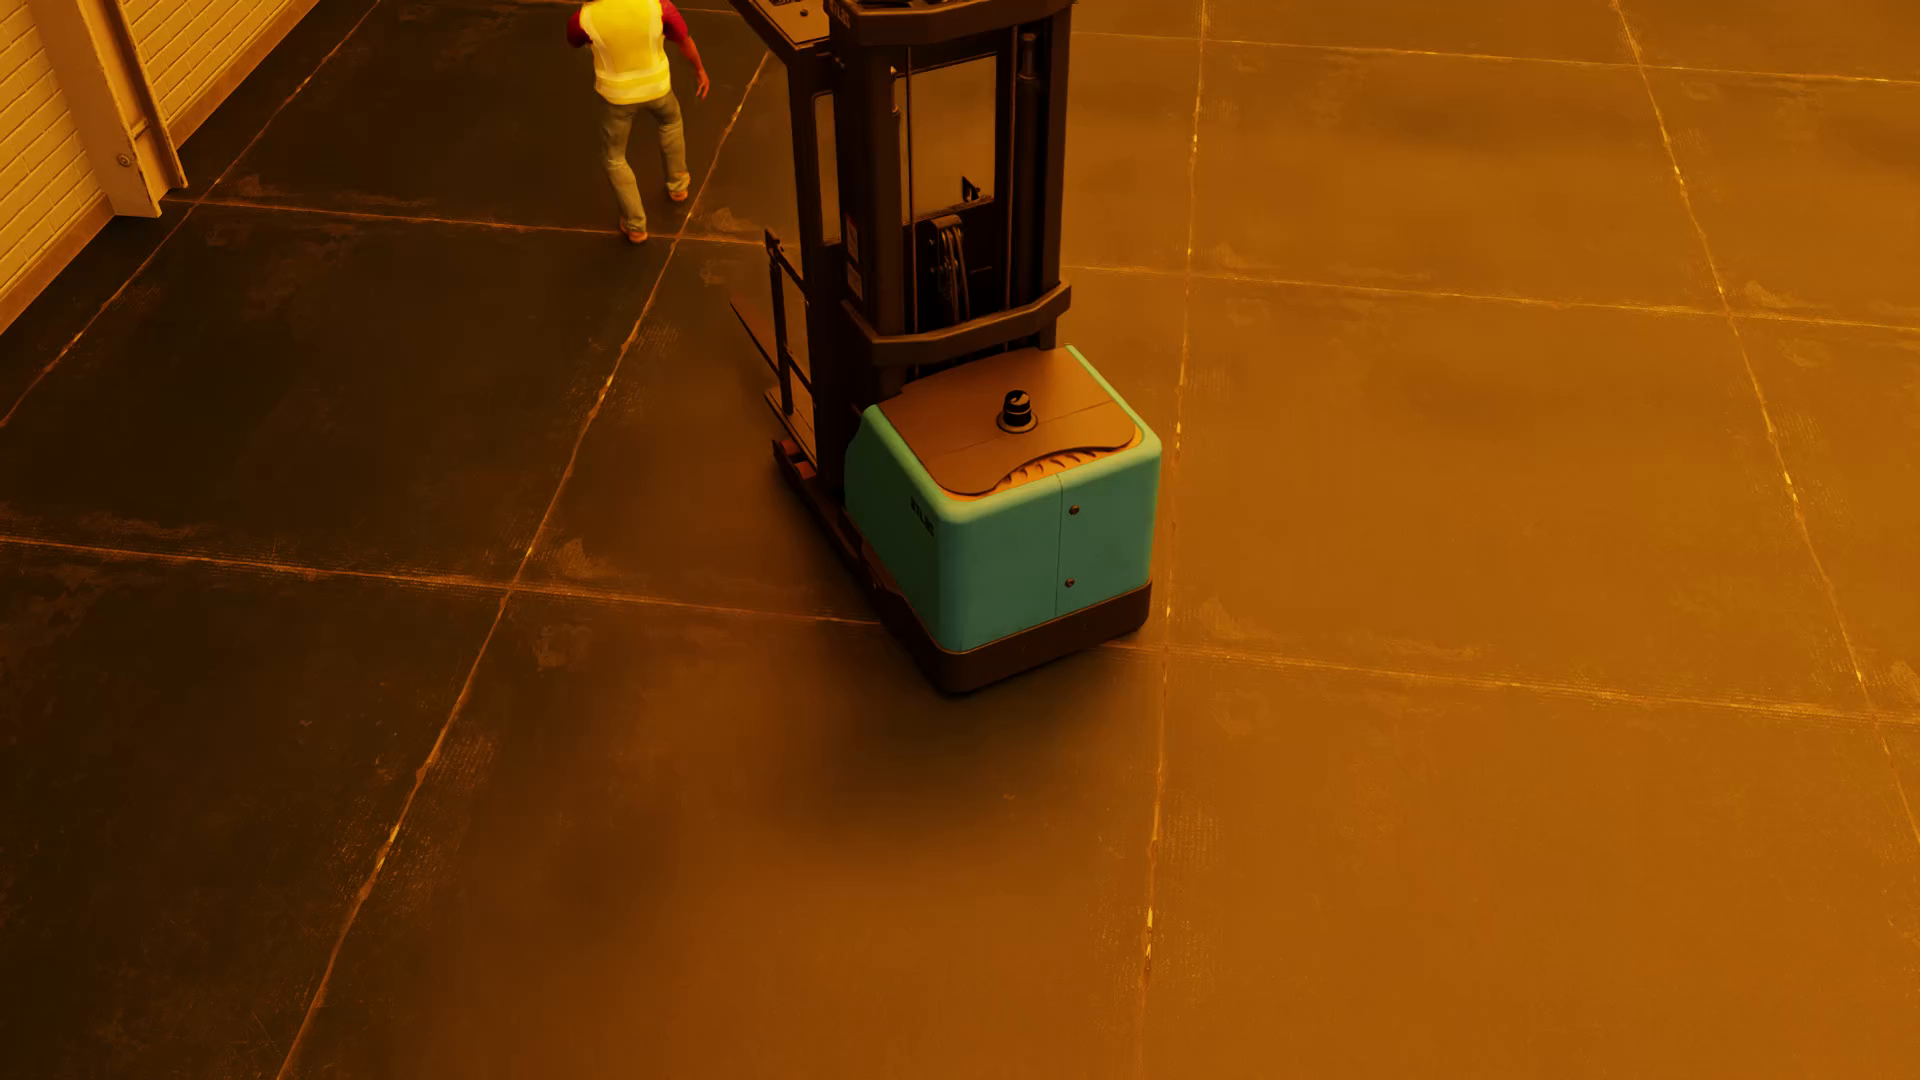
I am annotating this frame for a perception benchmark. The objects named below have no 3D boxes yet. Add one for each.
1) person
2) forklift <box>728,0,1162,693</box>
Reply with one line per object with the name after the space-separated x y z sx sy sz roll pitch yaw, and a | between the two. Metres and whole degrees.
-1.833 -2.657 9.545 0.753 1.690 0.817 -18 46 -19 | person
-0.270 -1.426 7.276 1.130 2.935 3.031 -19 46 -19 | forklift
